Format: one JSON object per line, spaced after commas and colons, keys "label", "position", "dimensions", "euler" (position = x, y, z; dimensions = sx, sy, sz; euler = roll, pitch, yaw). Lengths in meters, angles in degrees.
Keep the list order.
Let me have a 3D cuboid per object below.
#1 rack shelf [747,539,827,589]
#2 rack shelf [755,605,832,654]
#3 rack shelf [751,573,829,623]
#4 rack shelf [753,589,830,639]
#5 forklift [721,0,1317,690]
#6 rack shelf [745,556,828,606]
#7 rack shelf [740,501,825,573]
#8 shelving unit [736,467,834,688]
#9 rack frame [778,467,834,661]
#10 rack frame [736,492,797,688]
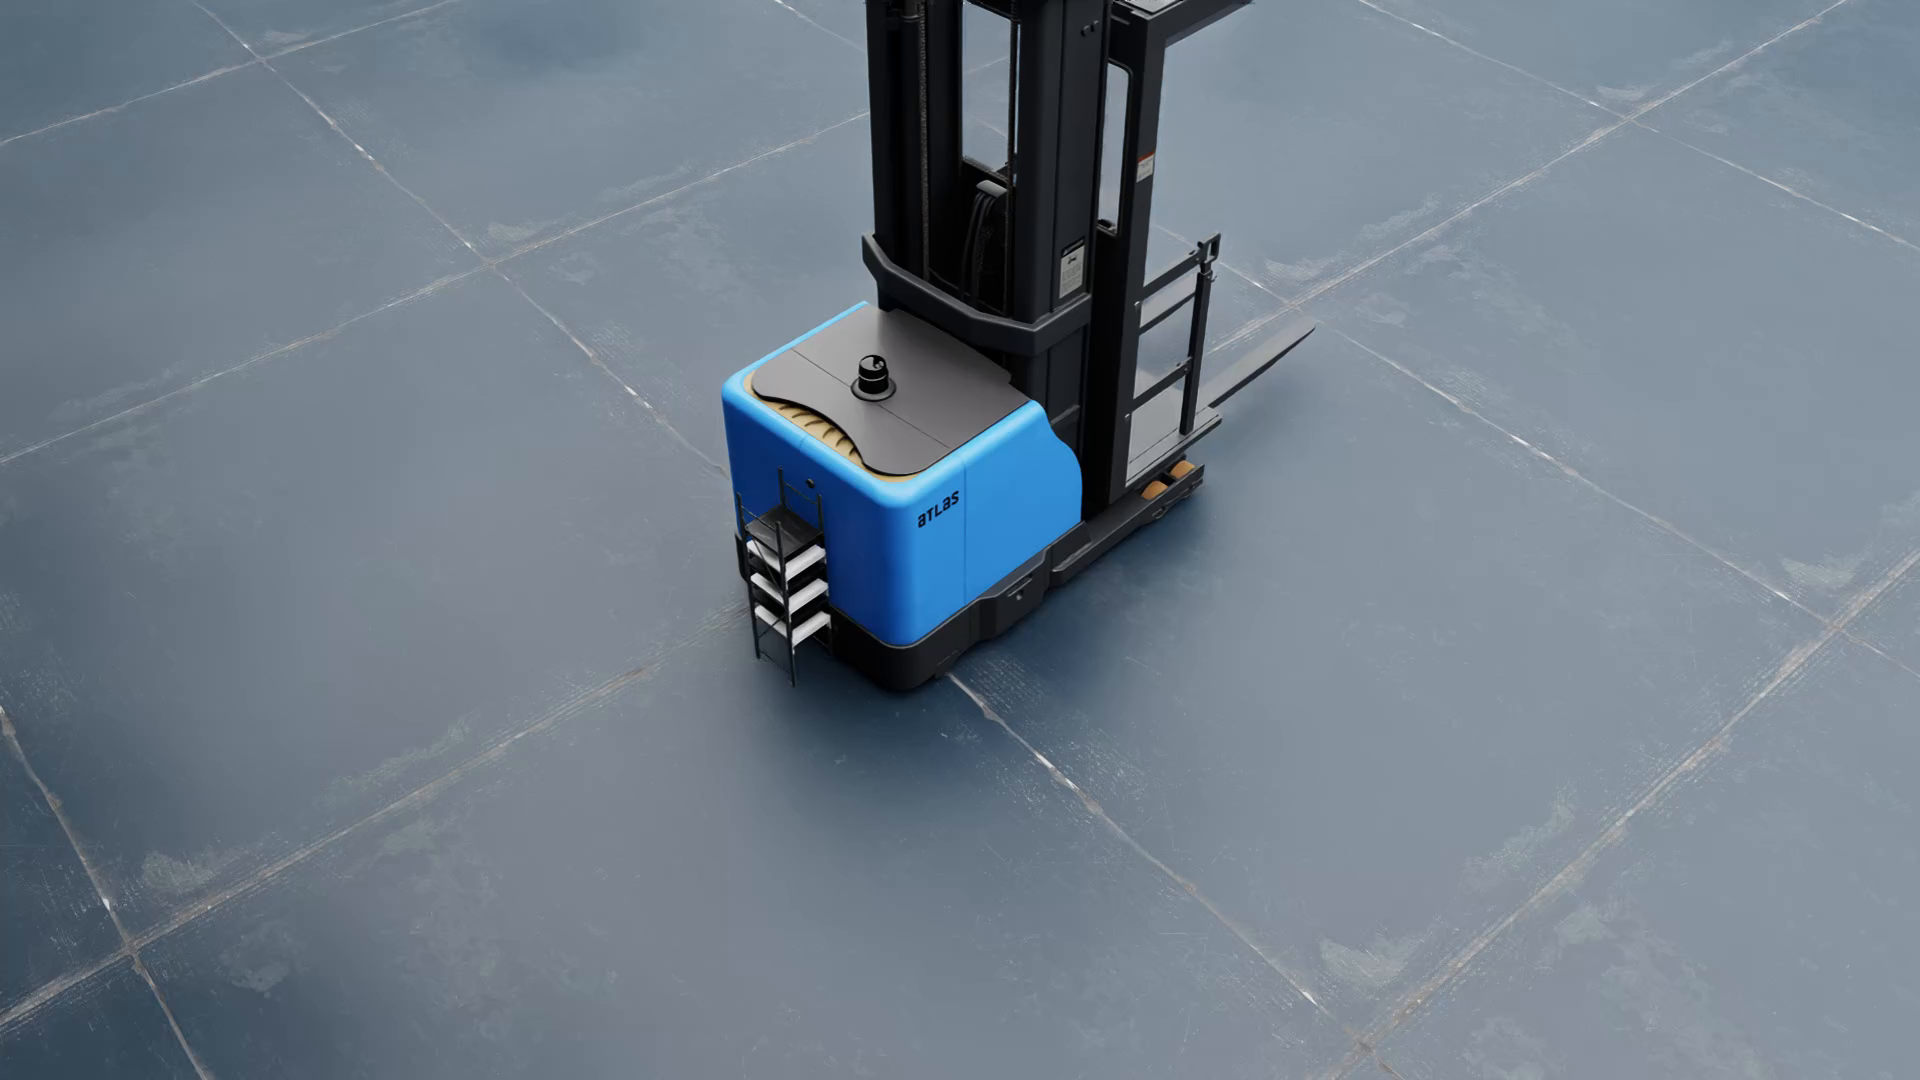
{"label": "rack shelf", "position": [-0.672, 0.052, 6.377], "dimensions": [0.258, 0.077, 0.200], "euler": [34, 53, 31]}
{"label": "rack shelf", "position": [-0.672, 0.314, 6.623], "dimensions": [0.258, 0.077, 0.200], "euler": [34, 53, 31]}
{"label": "rack shelf", "position": [-0.672, 0.183, 6.500], "dimensions": [0.258, 0.077, 0.200], "euler": [34, 53, 31]}
{"label": "rack shelf", "position": [-0.672, 0.249, 6.562], "dimensions": [0.258, 0.077, 0.200], "euler": [34, 53, 31]}
{"label": "forklift", "position": [0.451, -1.386, 6.638], "dimensions": [1.130, 2.935, 3.031], "euler": [34, 53, 31]}
{"label": "rack shelf", "position": [-0.672, 0.118, 6.438], "dimensions": [0.258, 0.077, 0.200], "euler": [34, 53, 31]}
{"label": "rack shelf", "position": [-0.672, -0.014, 6.315], "dimensions": [0.258, 0.077, 0.200], "euler": [34, 53, 31]}
{"label": "shelving unit", "position": [-0.672, 0.159, 6.477], "dimensions": [0.258, 0.900, 0.210], "euler": [34, 53, 31]}
{"label": "rack frame", "position": [-0.601, 0.109, 6.530], "dimensions": [0.240, 0.900, 0.006], "euler": [34, 53, 31]}
{"label": "rack frame", "position": [-0.743, 0.209, 6.424], "dimensions": [0.240, 0.900, 0.006], "euler": [34, 53, 31]}
